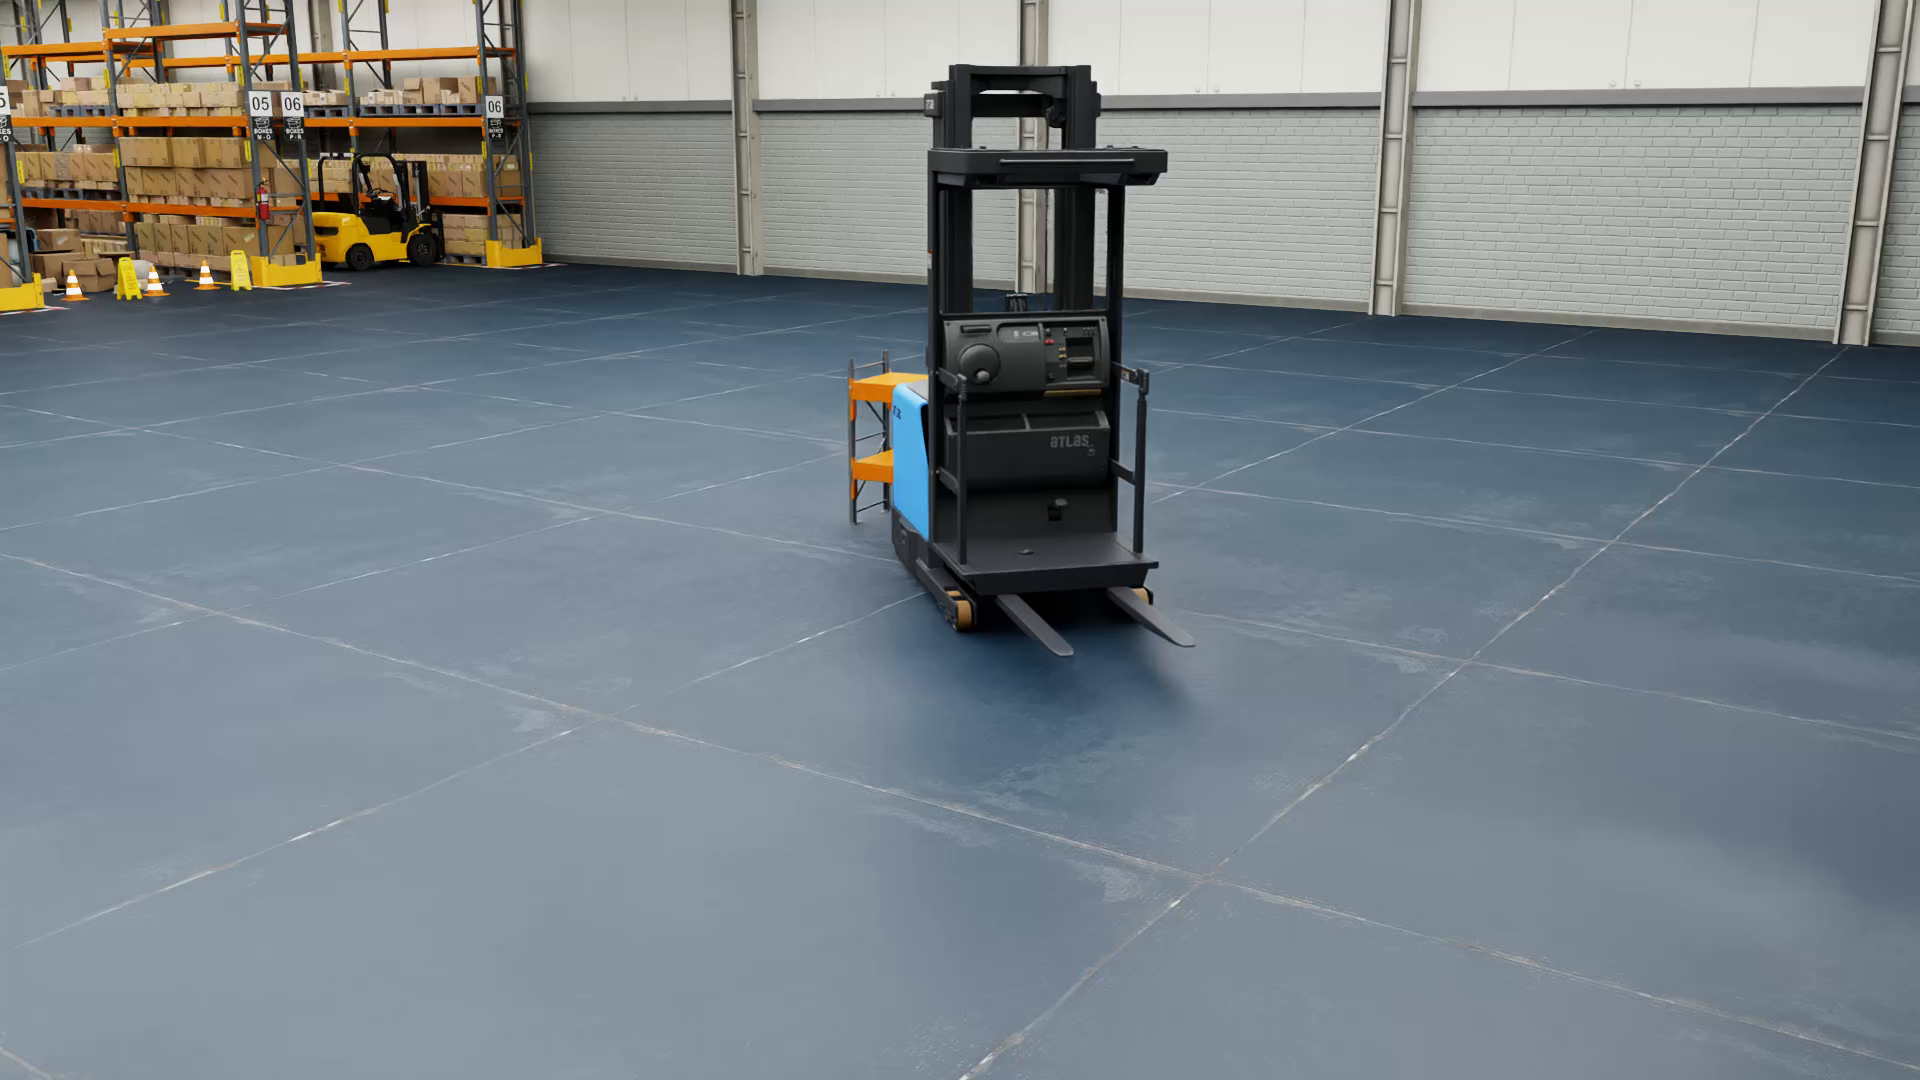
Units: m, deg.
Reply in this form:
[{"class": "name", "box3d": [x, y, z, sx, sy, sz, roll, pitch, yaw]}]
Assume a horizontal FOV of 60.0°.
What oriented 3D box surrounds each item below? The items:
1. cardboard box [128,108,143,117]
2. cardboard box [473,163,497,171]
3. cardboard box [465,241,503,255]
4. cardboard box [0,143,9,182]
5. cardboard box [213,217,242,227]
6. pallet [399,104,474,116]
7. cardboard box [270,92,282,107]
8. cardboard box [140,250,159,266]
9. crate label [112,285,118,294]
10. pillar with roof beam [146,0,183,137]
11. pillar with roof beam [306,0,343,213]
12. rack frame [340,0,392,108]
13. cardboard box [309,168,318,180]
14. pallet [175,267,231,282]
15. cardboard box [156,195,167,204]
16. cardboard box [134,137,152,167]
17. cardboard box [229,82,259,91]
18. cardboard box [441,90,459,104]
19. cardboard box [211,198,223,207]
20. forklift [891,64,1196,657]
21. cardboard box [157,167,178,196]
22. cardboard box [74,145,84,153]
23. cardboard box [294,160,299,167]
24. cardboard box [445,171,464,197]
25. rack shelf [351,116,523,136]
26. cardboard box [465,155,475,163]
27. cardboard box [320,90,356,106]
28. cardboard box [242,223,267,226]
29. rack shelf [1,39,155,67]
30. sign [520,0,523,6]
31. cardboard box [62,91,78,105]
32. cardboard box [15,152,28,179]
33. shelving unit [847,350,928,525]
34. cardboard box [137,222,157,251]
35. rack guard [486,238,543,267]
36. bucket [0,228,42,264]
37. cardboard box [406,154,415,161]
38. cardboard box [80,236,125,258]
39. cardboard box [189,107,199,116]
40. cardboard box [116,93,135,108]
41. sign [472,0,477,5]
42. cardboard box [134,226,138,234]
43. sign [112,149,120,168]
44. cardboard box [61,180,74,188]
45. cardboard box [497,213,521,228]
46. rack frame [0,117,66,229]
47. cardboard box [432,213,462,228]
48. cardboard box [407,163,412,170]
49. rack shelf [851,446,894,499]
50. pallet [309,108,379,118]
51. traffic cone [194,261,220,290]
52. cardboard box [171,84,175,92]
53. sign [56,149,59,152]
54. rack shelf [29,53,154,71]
[{"class": "cardboard box", "box3d": [-14.516, -7.590, 29.520, 0.250, 0.149, 0.380, 9, 17, 33]}, {"class": "cardboard box", "box3d": [-9.180, -7.201, 32.111, 0.250, 0.149, 0.380, 9, 17, 34]}, {"class": "cardboard box", "box3d": [-9.302, -5.716, 32.519, 0.500, 0.250, 0.500, 9, 17, 33]}, {"class": "cardboard box", "box3d": [-14.468, -5.510, 24.282, 0.550, 0.550, 0.875, 9, 17, 33]}, {"class": "cardboard box", "box3d": [-12.656, -5.496, 28.720, 0.250, 0.149, 0.380, 10, 17, 34]}, {"class": "pallet", "box3d": [-10.325, -8.523, 32.953, 1.213, 0.211, 1.003, 9, 17, 33]}, {"class": "cardboard box", "box3d": [-11.772, -7.505, 28.348, 0.500, 0.250, 0.500, 9, 16, 32]}, {"class": "cardboard box", "box3d": [-14.484, -5.129, 30.149, 0.500, 0.250, 0.500, 8, 16, 30]}, {"class": "crate label", "box3d": [-13.604, -4.093, 27.074, 0.298, 0.136, 0.250, 1, 14, 4]}, {"class": "pillar with roof beam", "box3d": [-21.171, -10.783, 35.655, 0.400, 9.000, 9.100, 9, 17, 33]}, {"class": "pillar with roof beam", "box3d": [-16.192, -9.978, 32.404, 0.400, 9.000, 9.100, 9, 17, 33]}, {"class": "rack frame", "box3d": [-12.055, -10.295, 33.685, 0.127, 3.000, 1.000, 9, 17, 33]}, {"class": "cardboard box", "box3d": [-13.457, -7.705, 34.979, 0.500, 0.250, 0.500, 10, 17, 34]}, {"class": "pallet", "box3d": [-13.229, -4.793, 29.745, 1.213, 0.211, 1.003, 9, 17, 33]}, {"class": "cardboard box", "box3d": [-14.078, -6.072, 29.631, 0.250, 0.149, 0.380, 10, 17, 35]}, {"class": "cardboard box", "box3d": [-14.167, -6.896, 29.531, 0.500, 0.500, 0.700, 9, 17, 33]}, {"class": "cardboard box", "box3d": [-11.949, -7.564, 27.758, 0.250, 0.149, 0.380, 9, 17, 33]}, {"class": "cardboard box", "box3d": [-9.804, -8.574, 32.174, 0.258, 0.266, 0.396, 9, 17, 33]}, {"class": "cardboard box", "box3d": [-12.636, -5.821, 28.619, 0.250, 0.149, 0.380, 10, 17, 34]}, {"class": "forklift", "box3d": [0.424, -1.040, 8.926, 1.130, 2.935, 3.031, -3, 14, -14]}, {"class": "cardboard box", "box3d": [-13.774, -6.339, 29.360, 0.500, 0.500, 0.500, 9, 17, 32]}, {"class": "cardboard box", "box3d": [-16.151, -7.243, 30.790, 0.250, 0.149, 0.380, 8, 16, 30]}, {"class": "cardboard box", "box3d": [-13.803, -7.934, 35.072, 0.250, 0.149, 0.380, 9, 16, 31]}, {"class": "cardboard box", "box3d": [-9.716, -6.980, 32.571, 0.500, 0.500, 0.500, 10, 17, 35]}, {"class": "rack shelf", "box3d": [-10.396, -8.222, 33.048, 4.000, 0.370, 1.077, 9, 17, 33]}, {"class": "cardboard box", "box3d": [-9.373, -7.387, 32.246, 0.250, 0.149, 0.380, 9, 17, 33]}, {"class": "cardboard box", "box3d": [-12.792, -9.097, 34.190, 0.500, 0.311, 0.500, 9, 16, 31]}, {"class": "cardboard box", "box3d": [-12.475, -5.325, 29.381, 0.500, 0.500, 0.500, 8, 16, 31]}, {"class": "rack shelf", "box3d": [-16.482, -9.030, 30.903, 4.000, 0.370, 1.077, 9, 17, 33]}, {"class": "sign", "box3d": [-8.421, -10.399, 31.830, 0.005, 0.325, 0.100, 9, 17, 33]}, {"class": "cardboard box", "box3d": [-16.228, -8.167, 30.768, 0.500, 0.250, 0.500, 9, 17, 34]}, {"class": "cardboard box", "box3d": [-17.897, -7.220, 32.044, 0.500, 0.500, 0.500, 9, 16, 31]}, {"class": "shelving unit", "box3d": [-0.169, -0.646, 11.091, 1.048, 1.125, 0.538, 7, 16, 27]}, {"class": "cardboard box", "box3d": [-14.484, -5.493, 30.059, 0.500, 0.500, 0.500, 10, 17, 35]}, {"class": "rack guard", "box3d": [-8.716, -5.630, 32.526, 0.348, 0.500, 1.175, 9, 17, 33]}, {"class": "bucket", "box3d": [-16.102, -4.983, 28.358, 0.726, 0.611, 0.620, -10, 7, -35]}, {"class": "cardboard box", "box3d": [-10.843, -7.632, 33.235, 0.250, 0.149, 0.380, 9, 17, 33]}, {"class": "cardboard box", "box3d": [-16.435, -5.580, 31.715, 0.625, 0.372, 0.950, 10, 17, 35]}, {"class": "cardboard box", "box3d": [-13.003, -7.360, 28.593, 0.250, 0.149, 0.380, 9, 16, 31]}, {"class": "cardboard box", "box3d": [-14.610, -7.807, 29.569, 0.500, 0.250, 0.500, 9, 16, 32]}, {"class": "sign", "box3d": [-9.051, -10.144, 30.967, 0.005, 0.325, 0.100, 9, 17, 33]}, {"class": "cardboard box", "box3d": [-19.320, -7.292, 39.097, 0.250, 0.149, 0.380, 9, 16, 31]}, {"class": "sign", "box3d": [-15.129, -6.844, 29.818, 0.005, 0.325, 0.100, 9, 17, 33]}, {"class": "cardboard box", "box3d": [-16.662, -6.704, 31.312, 0.250, 0.149, 0.380, 10, 17, 35]}, {"class": "cardboard box", "box3d": [-9.029, -6.303, 32.812, 0.500, 0.250, 0.500, 9, 16, 32]}, {"class": "rack frame", "box3d": [-18.142, -6.929, 32.573, 0.127, 3.000, 1.000, 9, 17, 33]}, {"class": "cardboard box", "box3d": [-10.144, -6.334, 32.934, 0.500, 0.250, 0.500, 9, 17, 34]}, {"class": "cardboard box", "box3d": [-10.892, -7.474, 33.215, 0.250, 0.149, 0.380, 9, 16, 31]}, {"class": "rack shelf", "box3d": [-0.169, -0.408, 11.150, 1.000, 0.278, 0.538, 7, 16, 27]}, {"class": "pallet", "box3d": [-12.794, -8.862, 34.536, 1.217, 0.209, 0.805, 8, 16, 31]}, {"class": "traffic cone", "box3d": [-12.580, -4.425, 27.738, 0.334, 0.463, 0.336, 9, 17, 33]}, {"class": "cardboard box", "box3d": [-13.407, -7.815, 28.771, 0.250, 0.149, 0.380, 10, 17, 34]}, {"class": "sign", "box3d": [-17.847, -7.562, 32.885, 0.005, 0.325, 0.100, 9, 17, 33]}, {"class": "rack shelf", "box3d": [-20.353, -11.285, 39.189, 4.000, 0.370, 1.077, 9, 17, 33]}]
